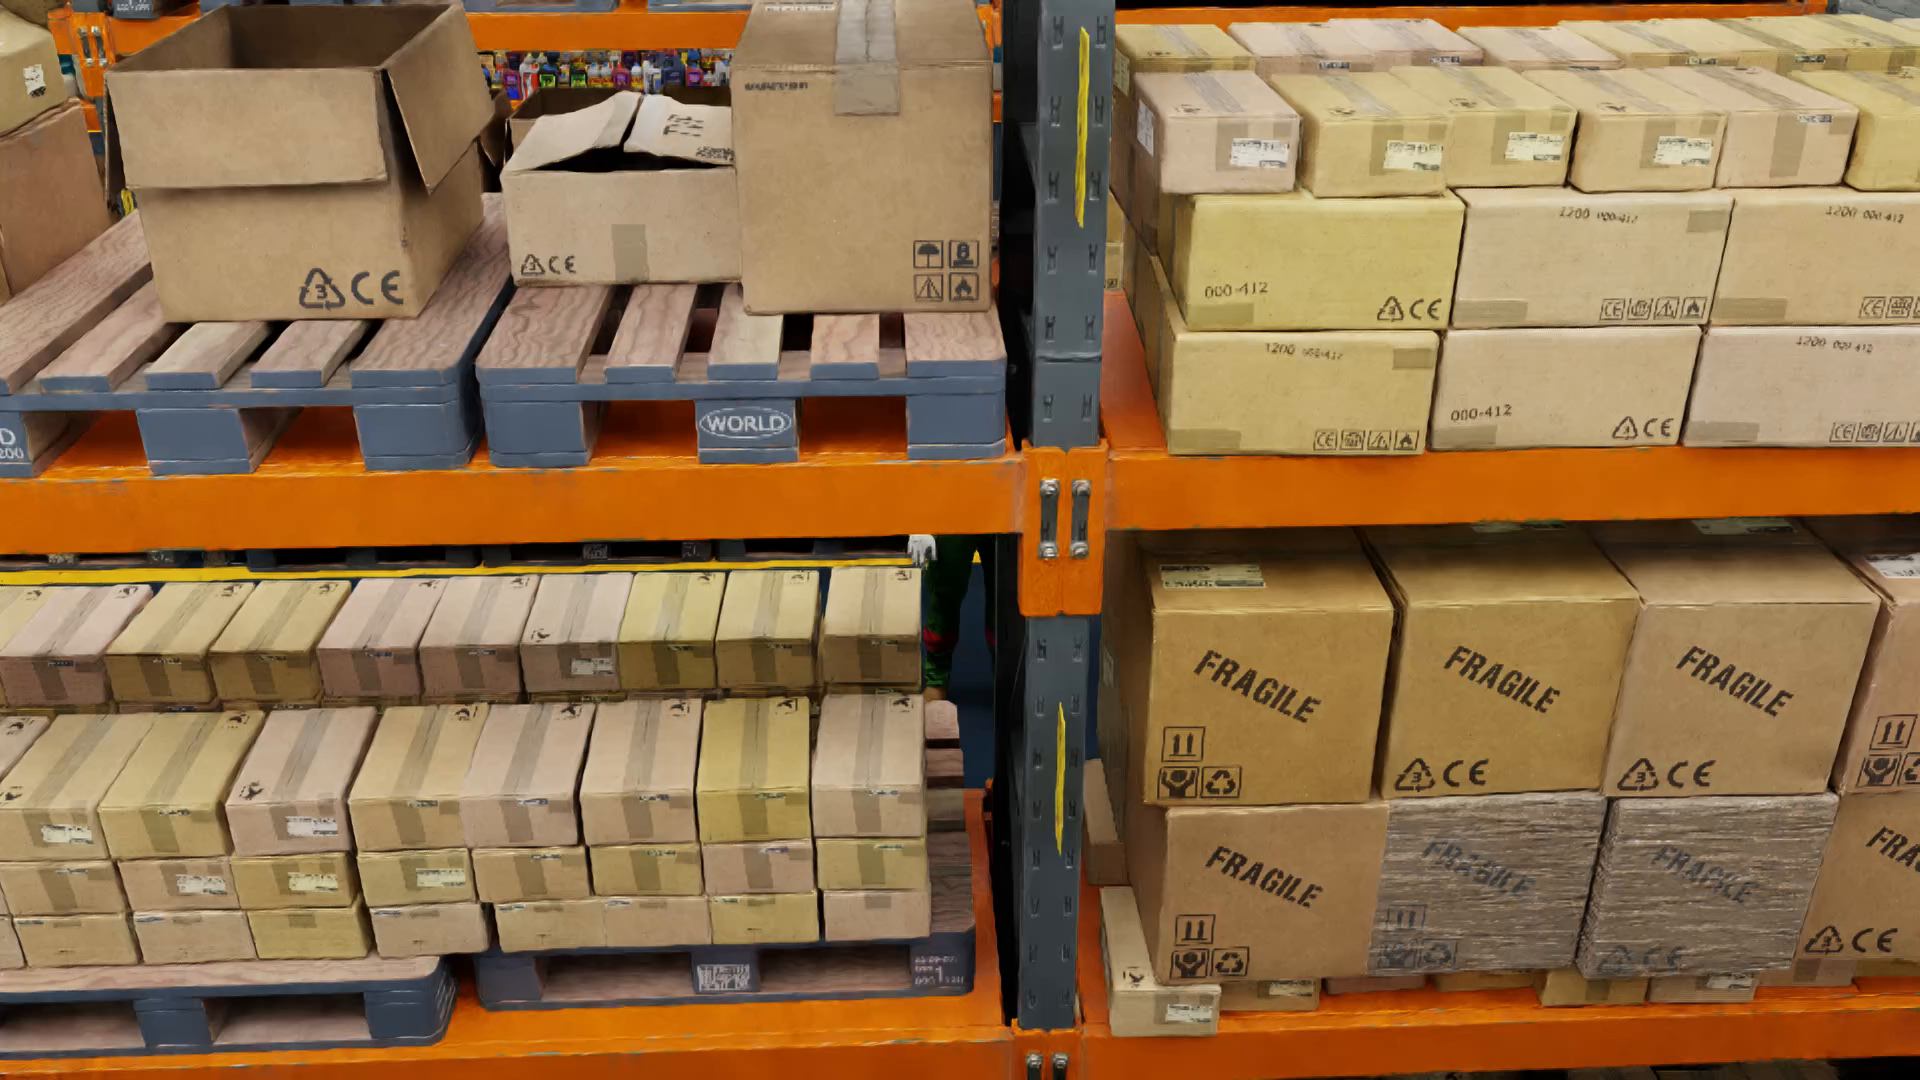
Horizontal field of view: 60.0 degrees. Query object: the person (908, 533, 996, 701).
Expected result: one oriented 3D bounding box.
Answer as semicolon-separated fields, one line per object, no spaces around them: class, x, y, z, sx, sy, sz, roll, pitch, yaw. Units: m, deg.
person;0.083;-0.059;7.139;0.620;1.794;0.465;-12;29;-21
